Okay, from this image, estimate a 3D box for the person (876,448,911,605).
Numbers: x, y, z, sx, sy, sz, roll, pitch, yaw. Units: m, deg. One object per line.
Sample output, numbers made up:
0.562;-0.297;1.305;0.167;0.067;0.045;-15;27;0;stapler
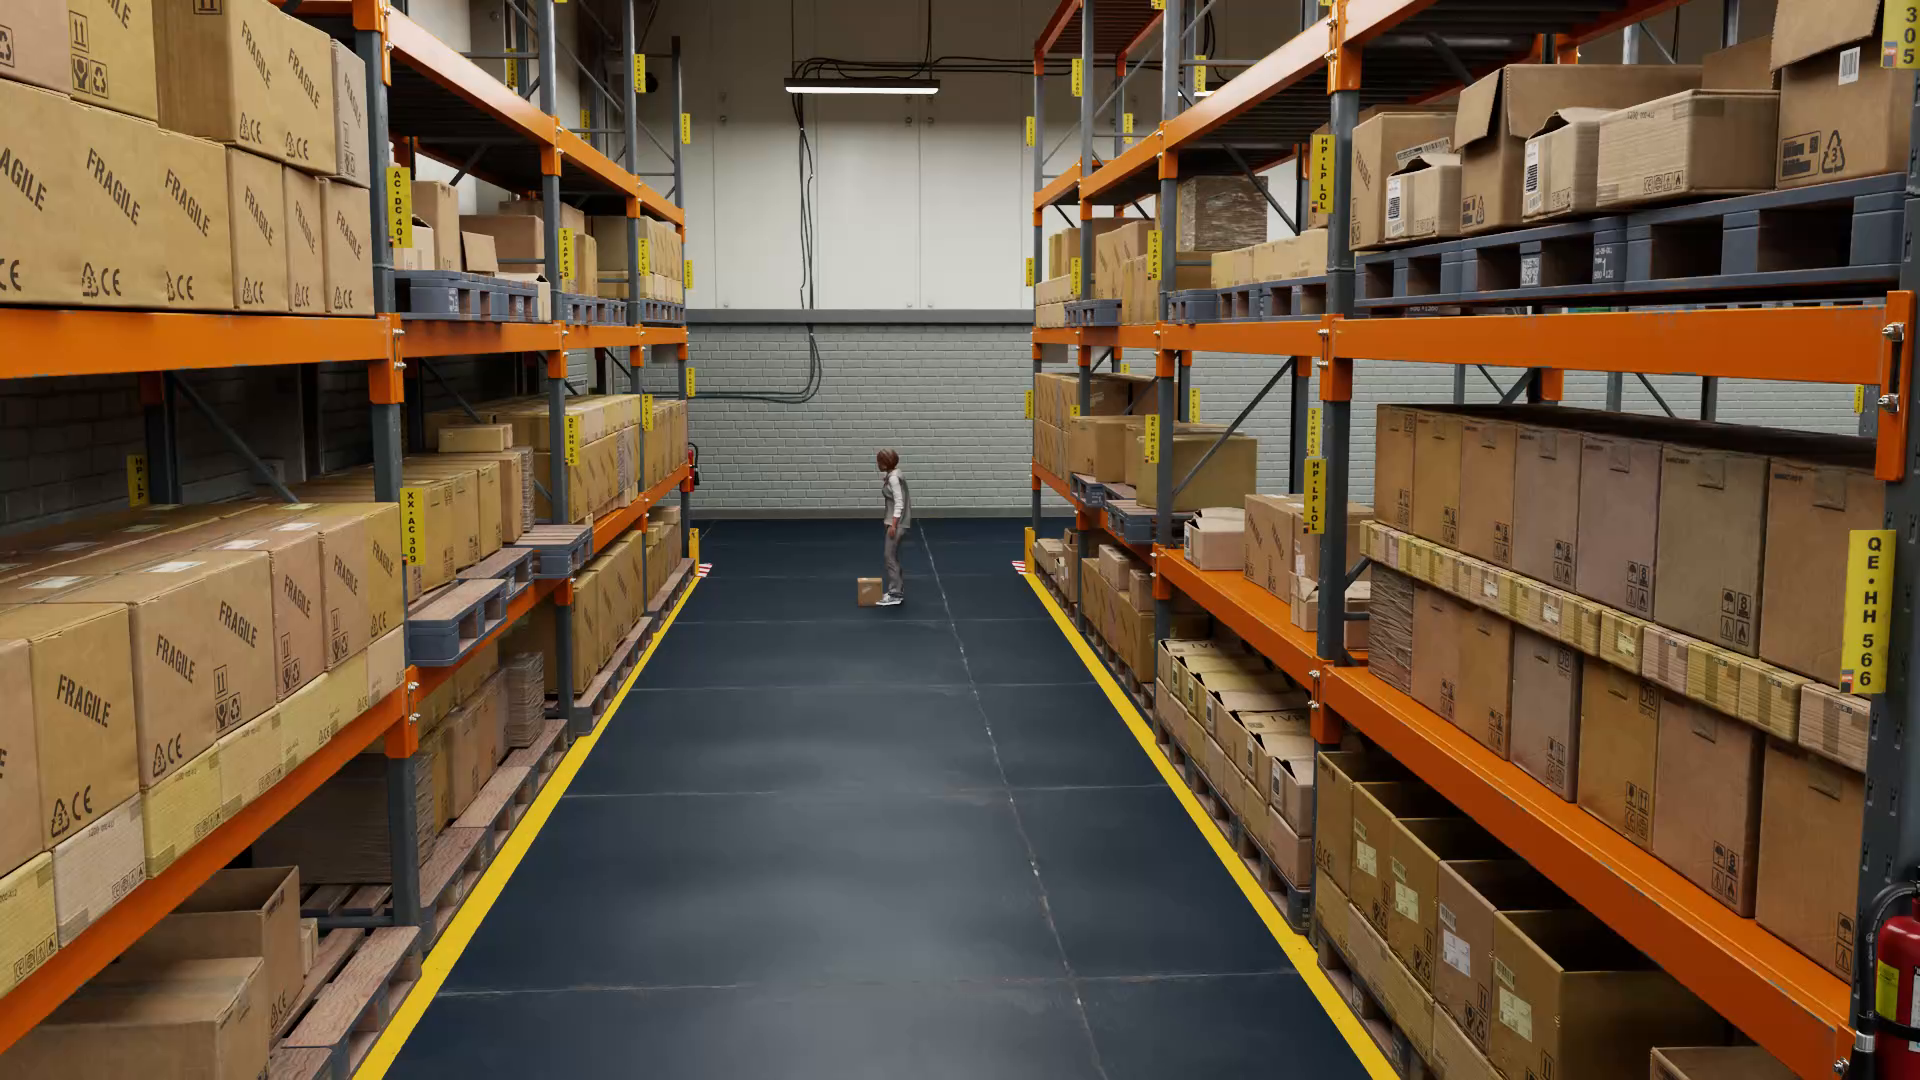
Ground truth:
-0.691;-0.139;16.931;0.377;1.591;0.480;-1;7;-7;person
